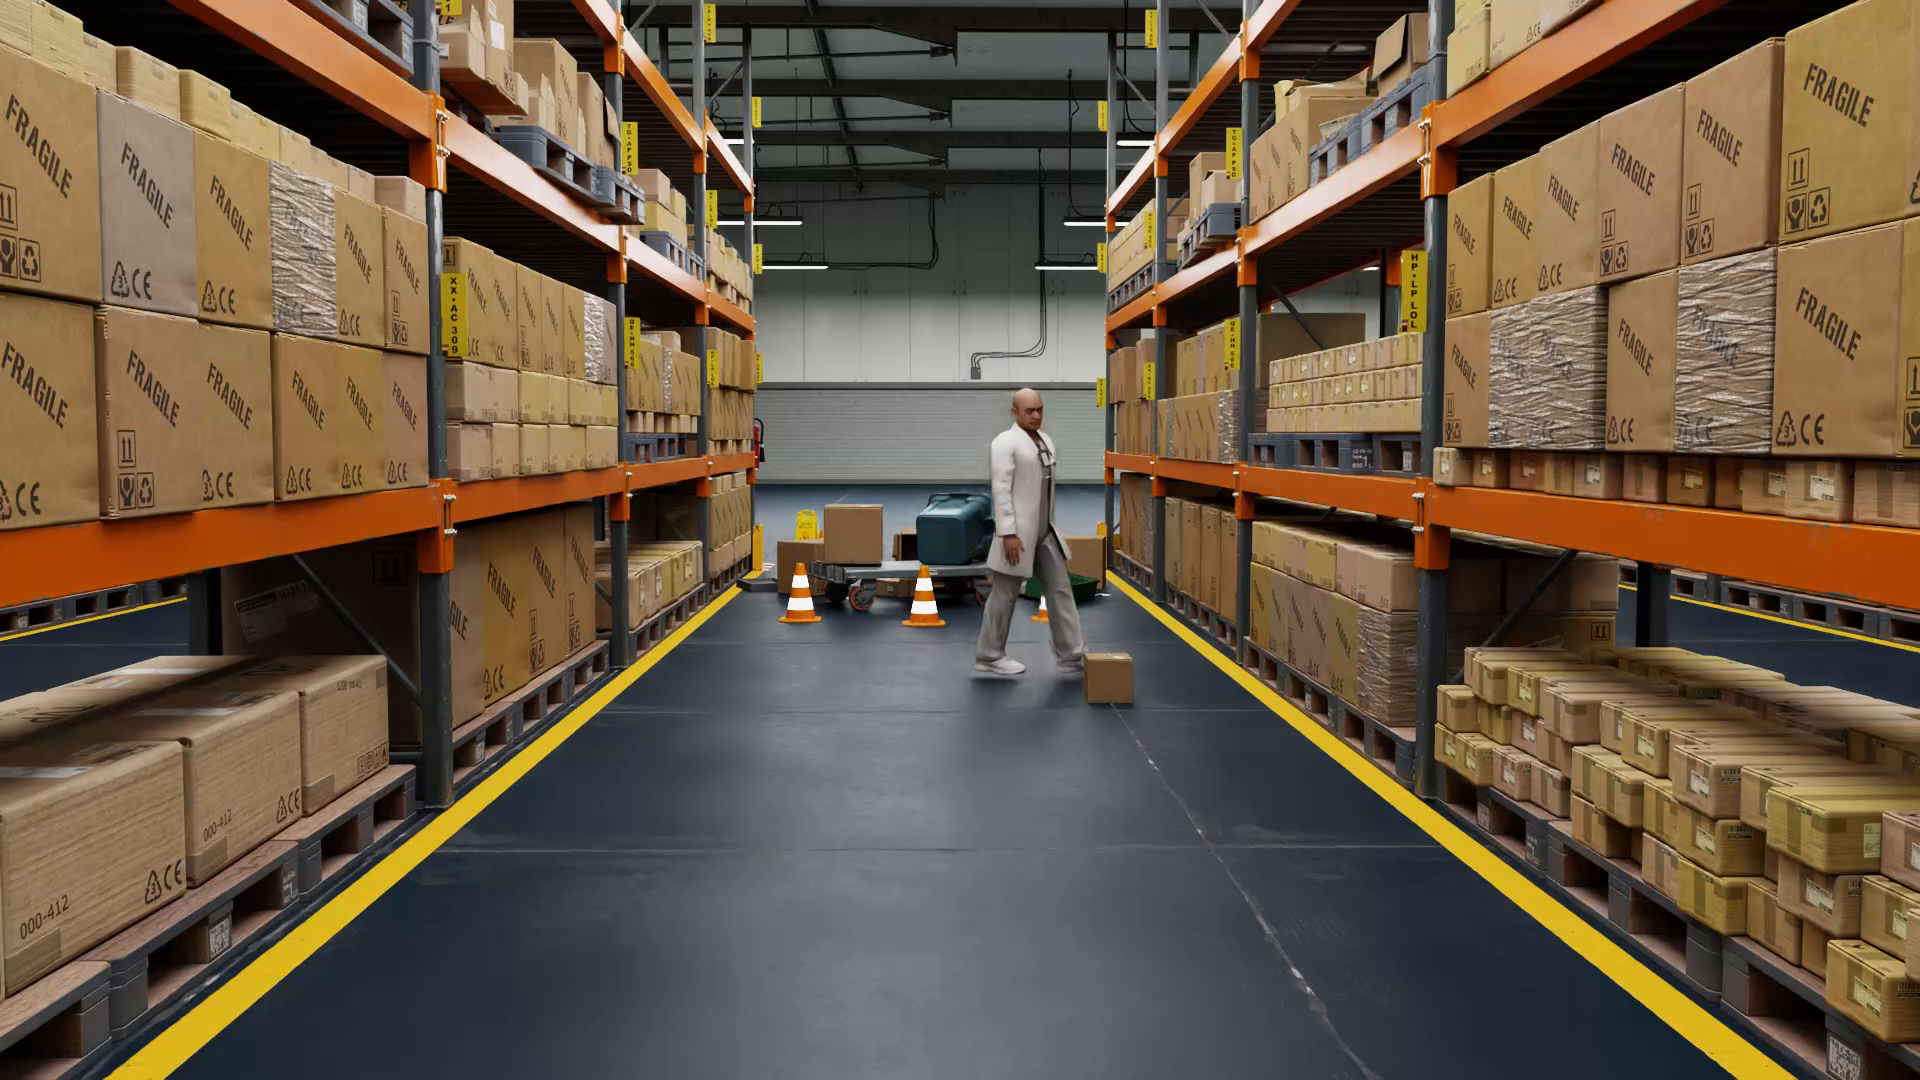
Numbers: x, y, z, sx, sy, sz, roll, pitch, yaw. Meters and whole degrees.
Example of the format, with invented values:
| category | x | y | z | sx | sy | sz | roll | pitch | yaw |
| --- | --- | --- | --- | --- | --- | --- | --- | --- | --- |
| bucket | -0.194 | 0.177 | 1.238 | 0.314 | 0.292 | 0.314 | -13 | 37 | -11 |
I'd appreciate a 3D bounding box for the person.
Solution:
| category | x | y | z | sx | sy | sz | roll | pitch | yaw |
| --- | --- | --- | --- | --- | --- | --- | --- | --- | --- |
| person | 0.456 | -0.044 | 10.143 | 0.827 | 1.754 | 0.634 | 3 | 5 | 40 |
